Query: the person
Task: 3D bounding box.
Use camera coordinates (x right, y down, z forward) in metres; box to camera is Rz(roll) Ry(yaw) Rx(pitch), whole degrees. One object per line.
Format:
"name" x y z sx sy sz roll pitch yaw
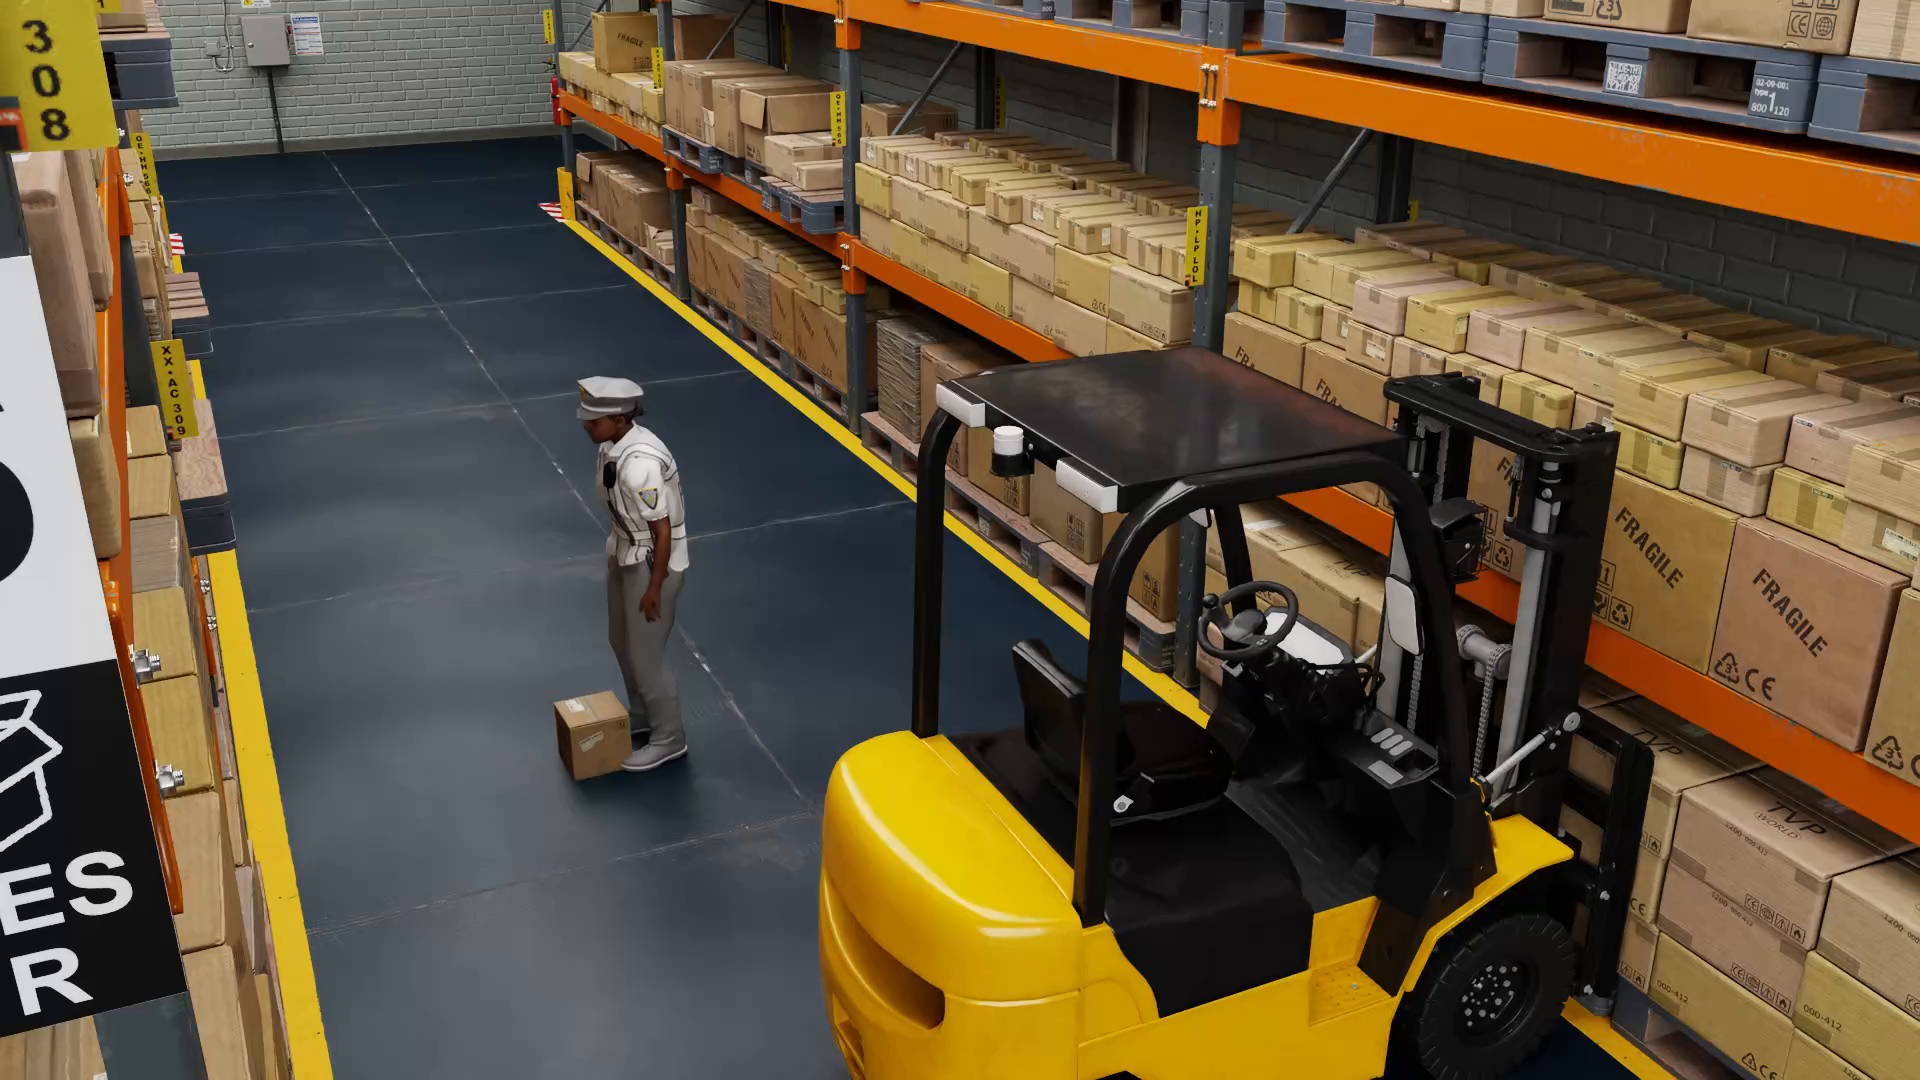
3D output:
"person" -1.323 0.123 6.795 0.395 1.656 0.521 -12 25 -26
